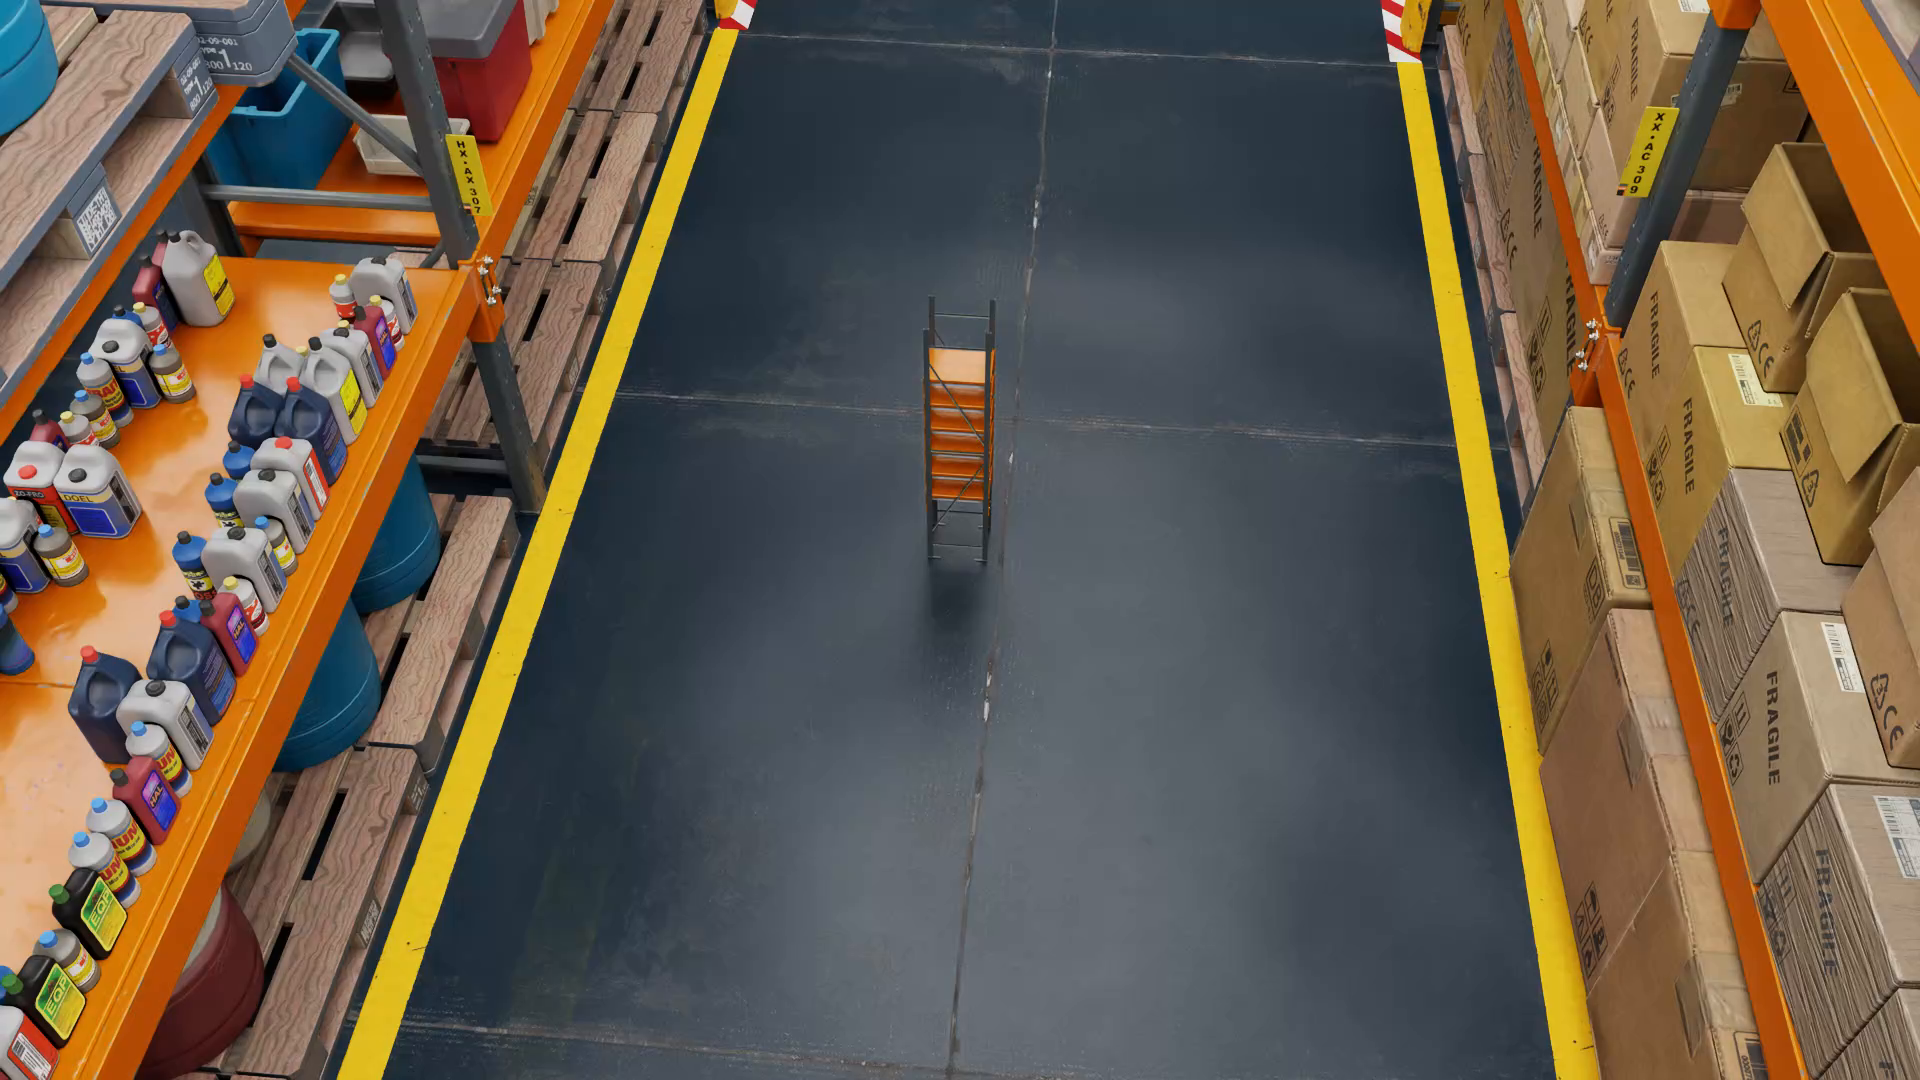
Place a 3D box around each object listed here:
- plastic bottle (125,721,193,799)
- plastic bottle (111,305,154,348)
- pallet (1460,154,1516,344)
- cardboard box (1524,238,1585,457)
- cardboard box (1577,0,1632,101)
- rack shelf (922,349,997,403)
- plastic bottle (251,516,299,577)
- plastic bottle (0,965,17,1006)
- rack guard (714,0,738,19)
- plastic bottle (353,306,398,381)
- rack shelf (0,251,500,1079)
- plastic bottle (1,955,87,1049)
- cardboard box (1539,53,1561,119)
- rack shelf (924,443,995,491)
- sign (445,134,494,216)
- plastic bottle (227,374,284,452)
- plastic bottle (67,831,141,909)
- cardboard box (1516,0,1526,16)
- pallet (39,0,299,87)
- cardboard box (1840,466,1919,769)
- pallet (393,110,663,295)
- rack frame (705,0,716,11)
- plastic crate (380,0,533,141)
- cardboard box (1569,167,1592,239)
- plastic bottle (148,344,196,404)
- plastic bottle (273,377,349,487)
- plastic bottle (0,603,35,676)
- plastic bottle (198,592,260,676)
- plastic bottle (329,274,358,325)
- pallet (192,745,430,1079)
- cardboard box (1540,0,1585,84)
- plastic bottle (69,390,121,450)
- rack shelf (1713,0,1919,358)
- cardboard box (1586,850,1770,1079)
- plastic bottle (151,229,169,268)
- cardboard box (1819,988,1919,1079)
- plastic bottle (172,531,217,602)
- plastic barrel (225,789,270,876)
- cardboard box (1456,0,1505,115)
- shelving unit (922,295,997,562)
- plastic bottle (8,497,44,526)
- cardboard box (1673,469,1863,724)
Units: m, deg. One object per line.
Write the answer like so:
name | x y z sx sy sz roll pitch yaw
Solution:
plastic bottle | -2.086 0.563 4.315 0.097 0.271 0.097 0 48 0
plastic bottle | -2.698 -0.652 5.427 0.097 0.271 0.097 0 48 0
pallet | 2.962 -1.370 7.886 1.003 0.211 1.213 4 48 4
cardboard box | 2.846 -0.763 6.596 0.875 0.875 0.875 4 48 4
cardboard box | 2.532 -1.885 5.859 0.500 0.500 0.500 4 48 4
rack shelf | -0.001 -0.607 6.091 0.258 0.103 0.180 4 48 4
plastic bottle | -2.015 0.012 4.867 0.097 0.201 0.097 0 48 0
plastic bottle | -2.210 1.068 3.854 0.097 0.271 0.097 0 48 0
rack guard | -1.872 -3.306 9.461 1.175 0.500 0.348 4 48 4
plastic bottle | -1.916 -0.668 5.433 0.061 0.283 0.133 4 48 4
rack shelf | -2.408 0.521 4.754 1.077 0.370 4.000 4 48 4
plastic bottle | -2.130 1.056 3.857 0.061 0.283 0.133 4 48 4
cardboard box | 2.501 -1.776 6.538 0.380 0.149 0.250 5 48 4
rack shelf | -0.001 -0.283 6.445 0.258 0.103 0.180 4 48 4
sign | -1.678 -1.247 5.696 0.100 0.325 0.005 4 48 4
plastic bottle | -2.144 -0.351 5.098 0.144 0.351 0.185 4 48 4
plastic bottle | -2.116 0.804 4.095 0.097 0.271 0.097 0 48 0
cardboard box | 2.571 -2.344 7.057 0.380 0.149 0.250 3 48 3
pallet | -2.200 -1.558 4.263 1.213 0.211 1.003 4 48 4
cardboard box | 2.541 0.200 3.812 0.797 0.503 0.637 5 48 5
pallet | -2.089 -1.692 8.181 1.003 0.211 1.213 4 48 4
rack frame | -1.862 -4.131 8.521 1.000 3.000 0.127 4 48 4
plastic crate | -1.895 -1.873 6.372 0.402 0.464 0.583 4 48 4
cardboard box | 2.431 -1.209 6.020 0.380 0.149 0.250 5 48 4
plastic bottle | -2.555 -0.546 5.378 0.097 0.201 0.097 0 48 0
plastic bottle | -2.001 -0.342 5.089 0.144 0.351 0.185 4 48 4
plastic bottle | -2.665 0.253 4.599 0.097 0.271 0.097 0 48 0
plastic bottle | -2.028 0.241 4.602 0.061 0.283 0.133 4 48 4
plastic bottle | -2.066 -0.808 5.617 0.097 0.201 0.097 0 48 0
pallet | -2.447 1.213 5.524 1.003 0.211 1.213 4 48 4
cardboard box | 2.576 -2.006 6.478 0.500 0.250 0.500 5 48 4
plastic bottle | -2.728 -0.386 5.231 0.097 0.201 0.097 0 48 0
rack shelf | 2.524 -0.158 3.343 1.077 0.370 4.000 4 48 4
cardboard box | 2.514 1.496 4.530 1.225 0.875 0.875 4 48 4
plastic bottle | -2.684 -0.911 5.656 0.061 0.283 0.133 4 48 4
cardboard box | 2.191 1.302 3.485 0.500 0.500 0.500 3 48 3
plastic bottle | -2.179 0.077 4.760 0.097 0.271 0.097 0 48 0
plastic barrel | -2.498 0.834 5.382 0.421 0.512 0.421 0 48 0
cardboard box | 3.092 -2.747 8.411 0.875 0.875 0.875 4 48 4
shelving unit | -0.001 -0.394 6.323 0.258 1.200 0.189 4 48 4
plastic bottle | -2.770 -0.046 4.920 0.097 0.201 0.097 0 48 0
cardboard box | 2.324 0.166 4.523 0.500 0.500 0.500 3 48 3
